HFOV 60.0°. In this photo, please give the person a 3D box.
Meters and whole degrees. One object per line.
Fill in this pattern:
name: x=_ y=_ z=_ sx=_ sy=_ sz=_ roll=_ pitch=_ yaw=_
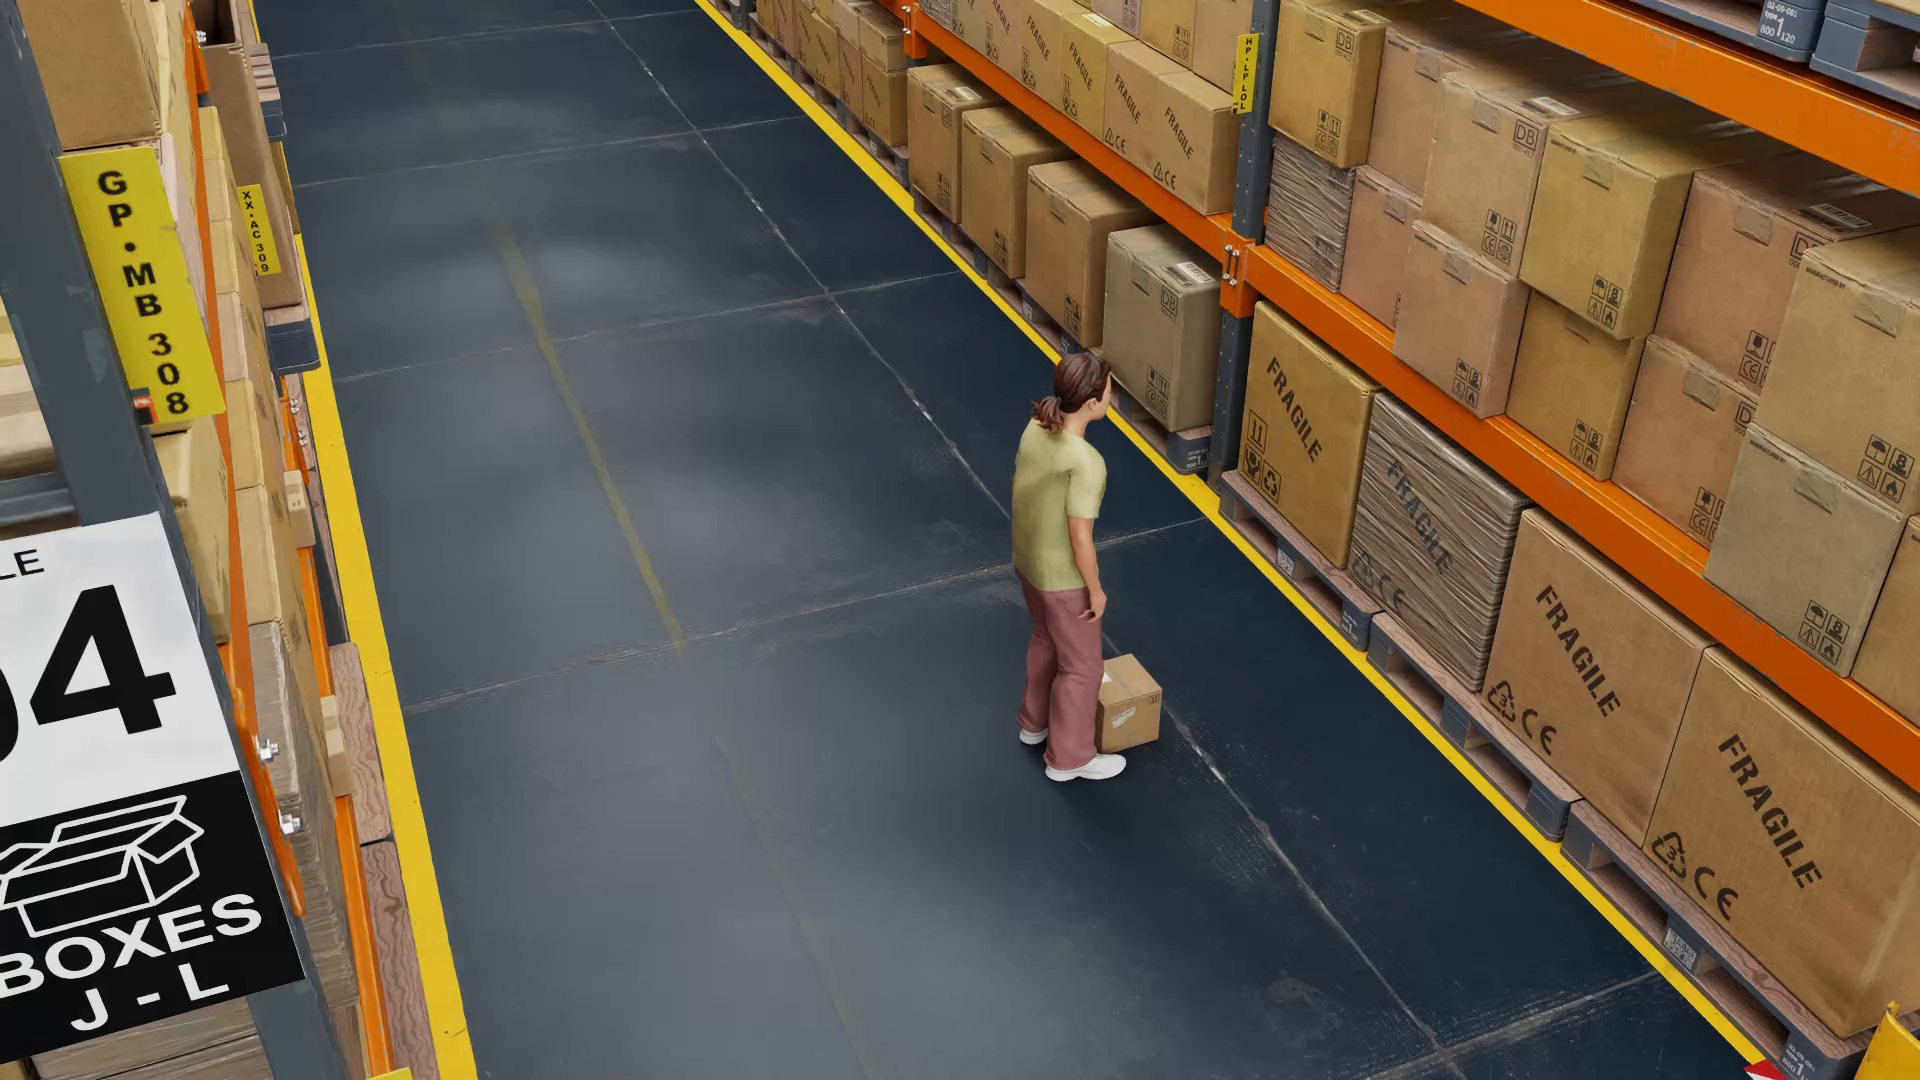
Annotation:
person: x=0.382 y=0.101 z=5.992 sx=0.367 sy=1.671 sz=0.519 roll=-15 pitch=37 yaw=-22
